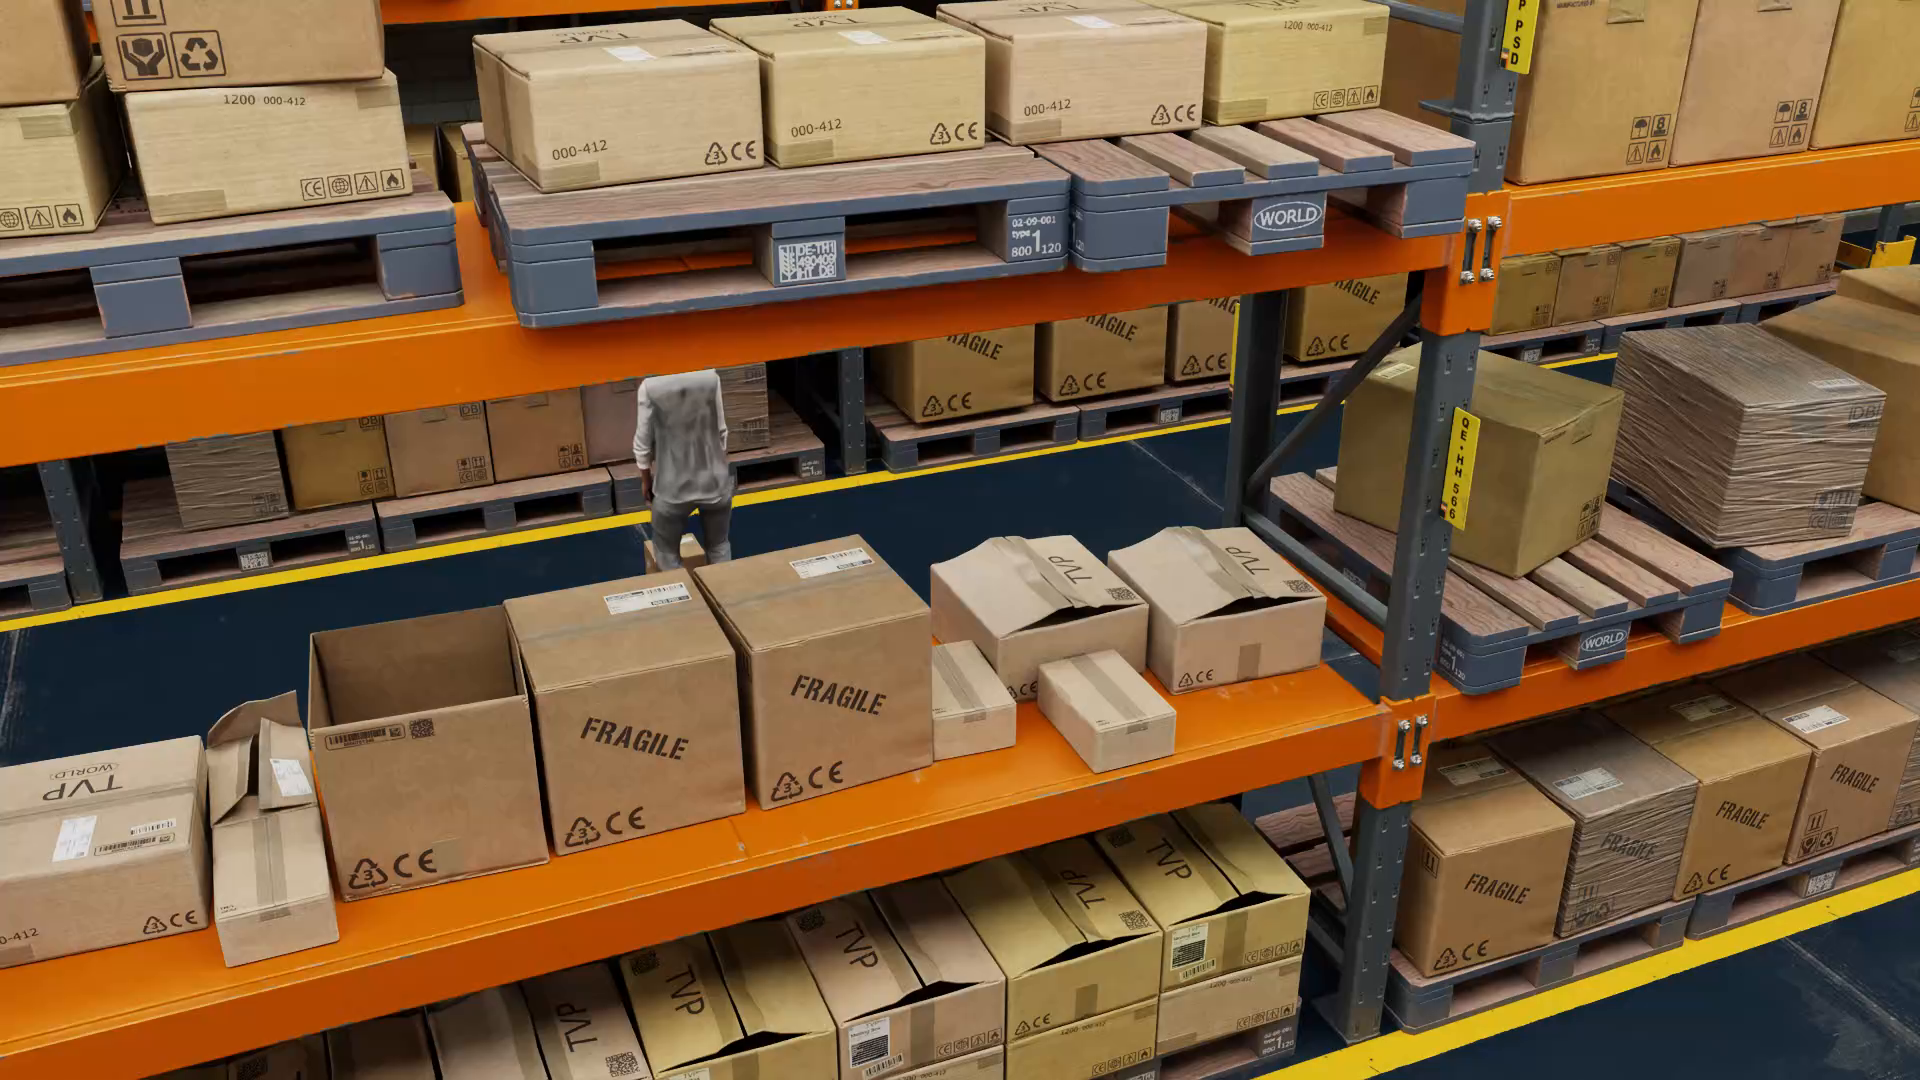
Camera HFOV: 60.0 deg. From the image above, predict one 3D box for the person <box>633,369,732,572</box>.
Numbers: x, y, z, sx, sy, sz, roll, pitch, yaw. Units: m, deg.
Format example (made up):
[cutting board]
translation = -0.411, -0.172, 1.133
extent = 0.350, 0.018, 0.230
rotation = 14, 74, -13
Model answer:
[person]
translation = -1.245, -0.227, 7.540
extent = 0.426, 1.542, 0.382
rotation = -10, 28, -19
